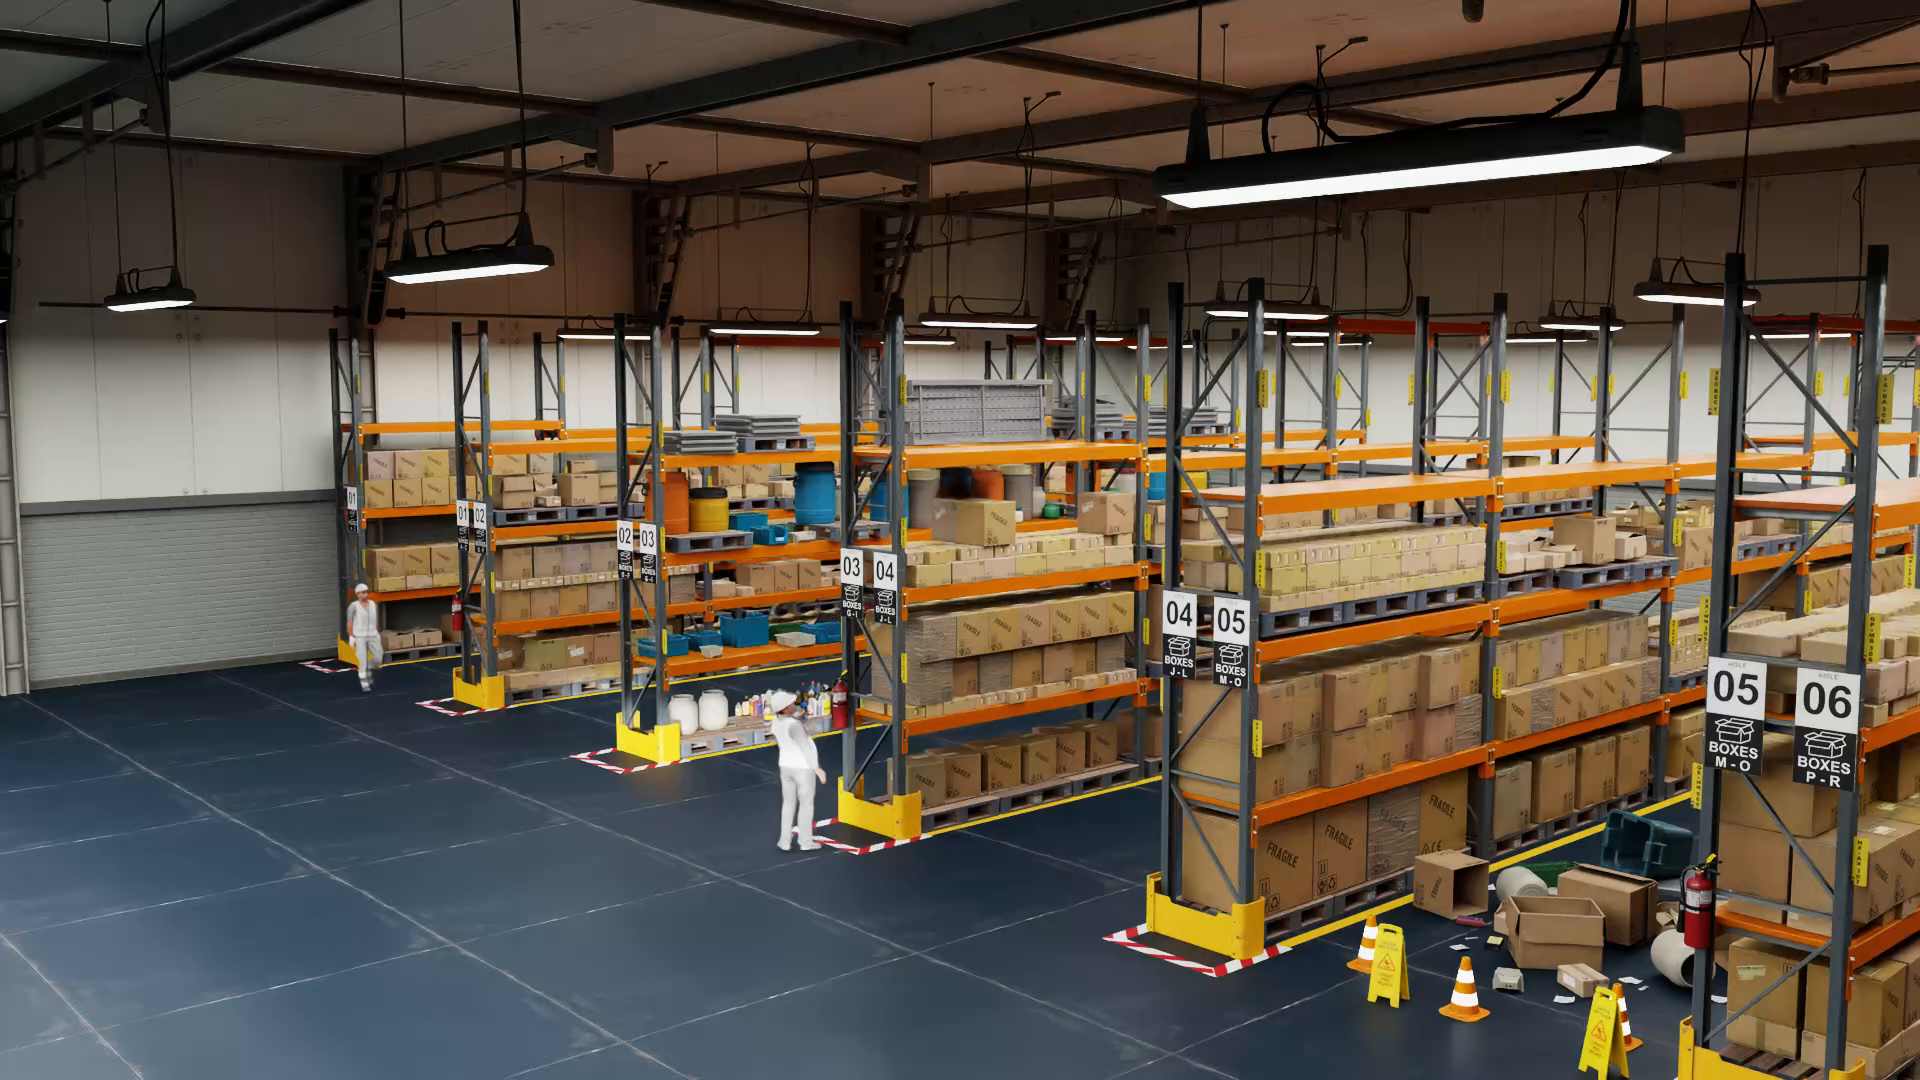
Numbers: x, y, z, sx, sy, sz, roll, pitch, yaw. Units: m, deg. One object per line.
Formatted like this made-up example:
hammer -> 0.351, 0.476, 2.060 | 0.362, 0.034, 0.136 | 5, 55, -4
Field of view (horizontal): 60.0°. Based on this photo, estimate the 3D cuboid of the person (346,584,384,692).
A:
person -> -9.732, 1.588, 27.152 | 0.572, 1.771, 0.533 | -4, 7, -37

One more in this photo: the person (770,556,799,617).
person -> -3.502, 1.103, 32.970 | 0.609, 1.621, 1.064 | 6, 8, 44

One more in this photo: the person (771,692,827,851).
person -> -1.754, 2.514, 18.101 | 0.660, 1.760, 0.471 | 4, 7, 37
